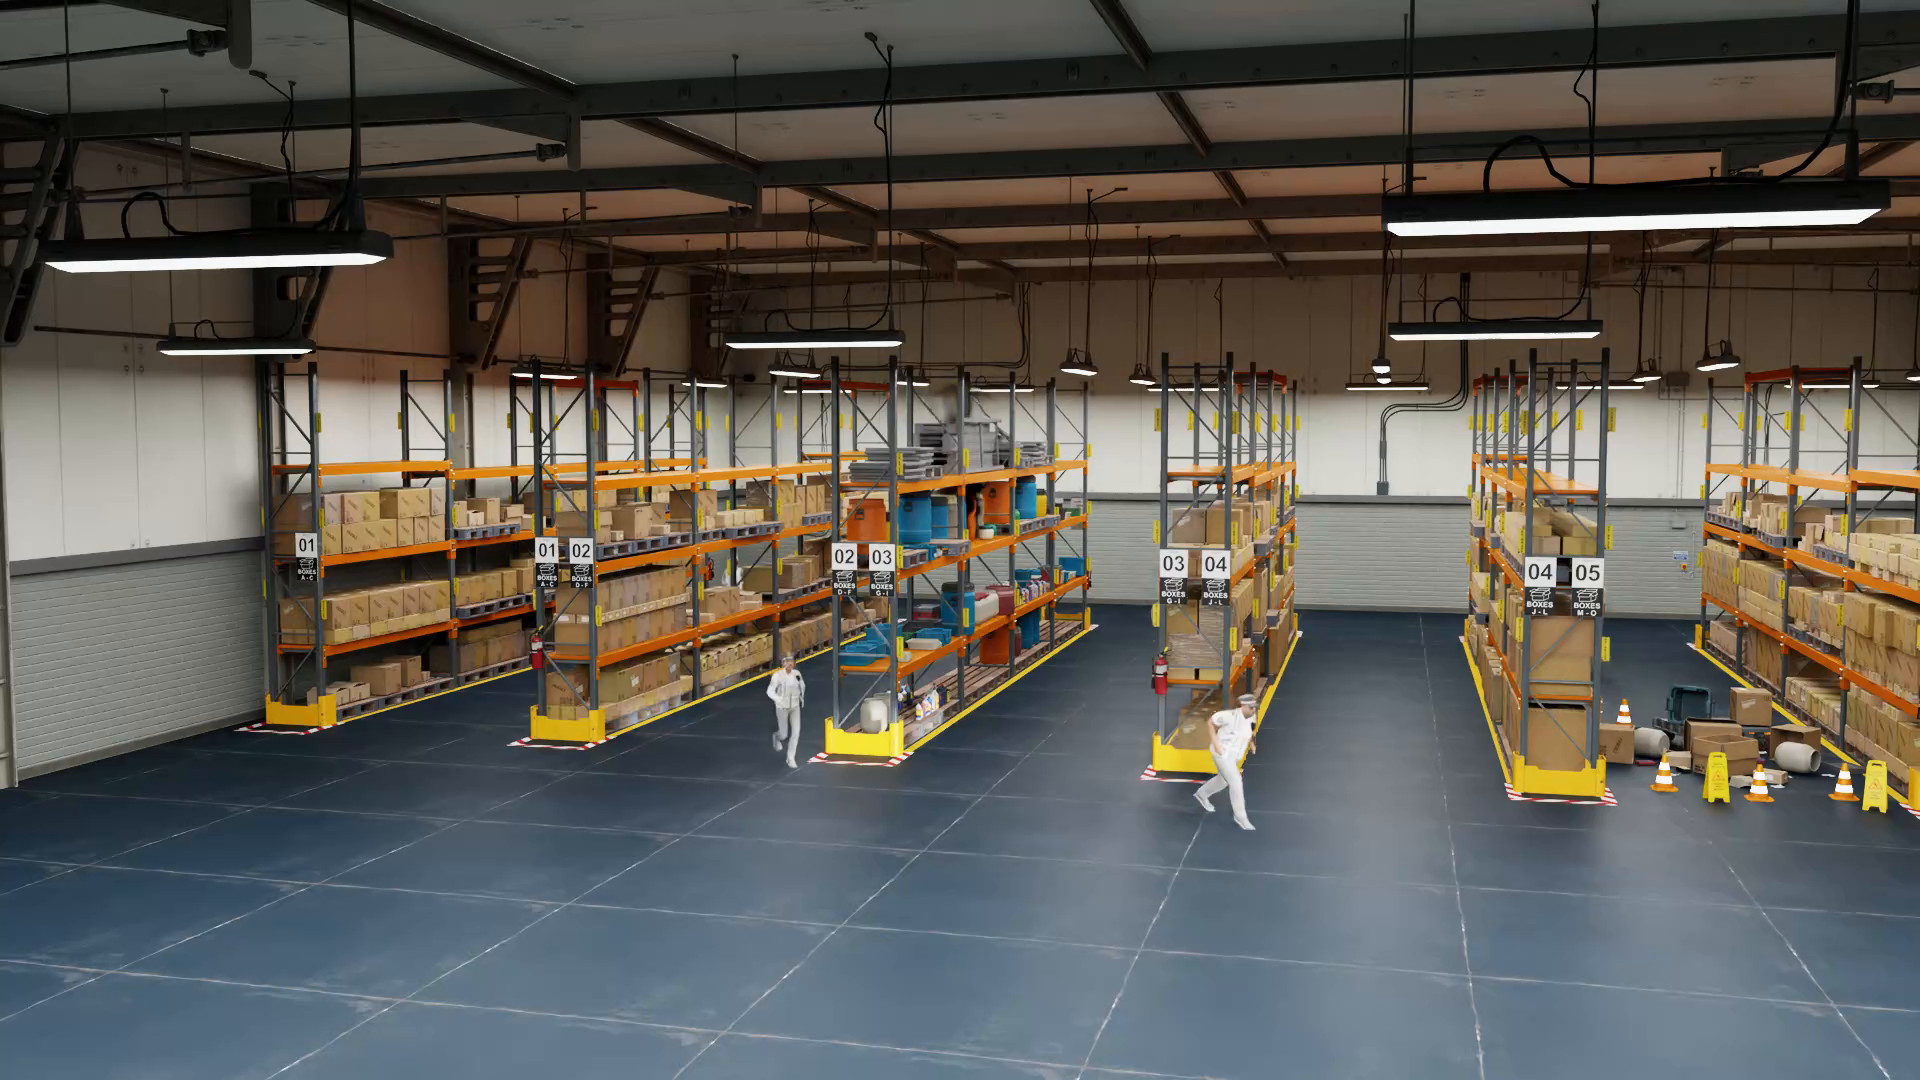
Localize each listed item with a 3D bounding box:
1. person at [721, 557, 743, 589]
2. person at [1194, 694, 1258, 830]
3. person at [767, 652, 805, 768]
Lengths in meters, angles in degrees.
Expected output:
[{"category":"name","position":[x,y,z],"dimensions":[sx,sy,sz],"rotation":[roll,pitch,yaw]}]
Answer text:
[{"category":"person","position":[-5.551,1.260,40.919],"dimensions":[0.668,1.732,0.760],"rotation":[0,4,6]},{"category":"person","position":[3.301,2.733,20.825],"dimensions":[0.702,1.720,1.030],"rotation":[-3,5,-36]},{"category":"person","position":[-2.539,2.472,24.449],"dimensions":[0.627,1.696,0.762],"rotation":[-2,4,-25]}]
